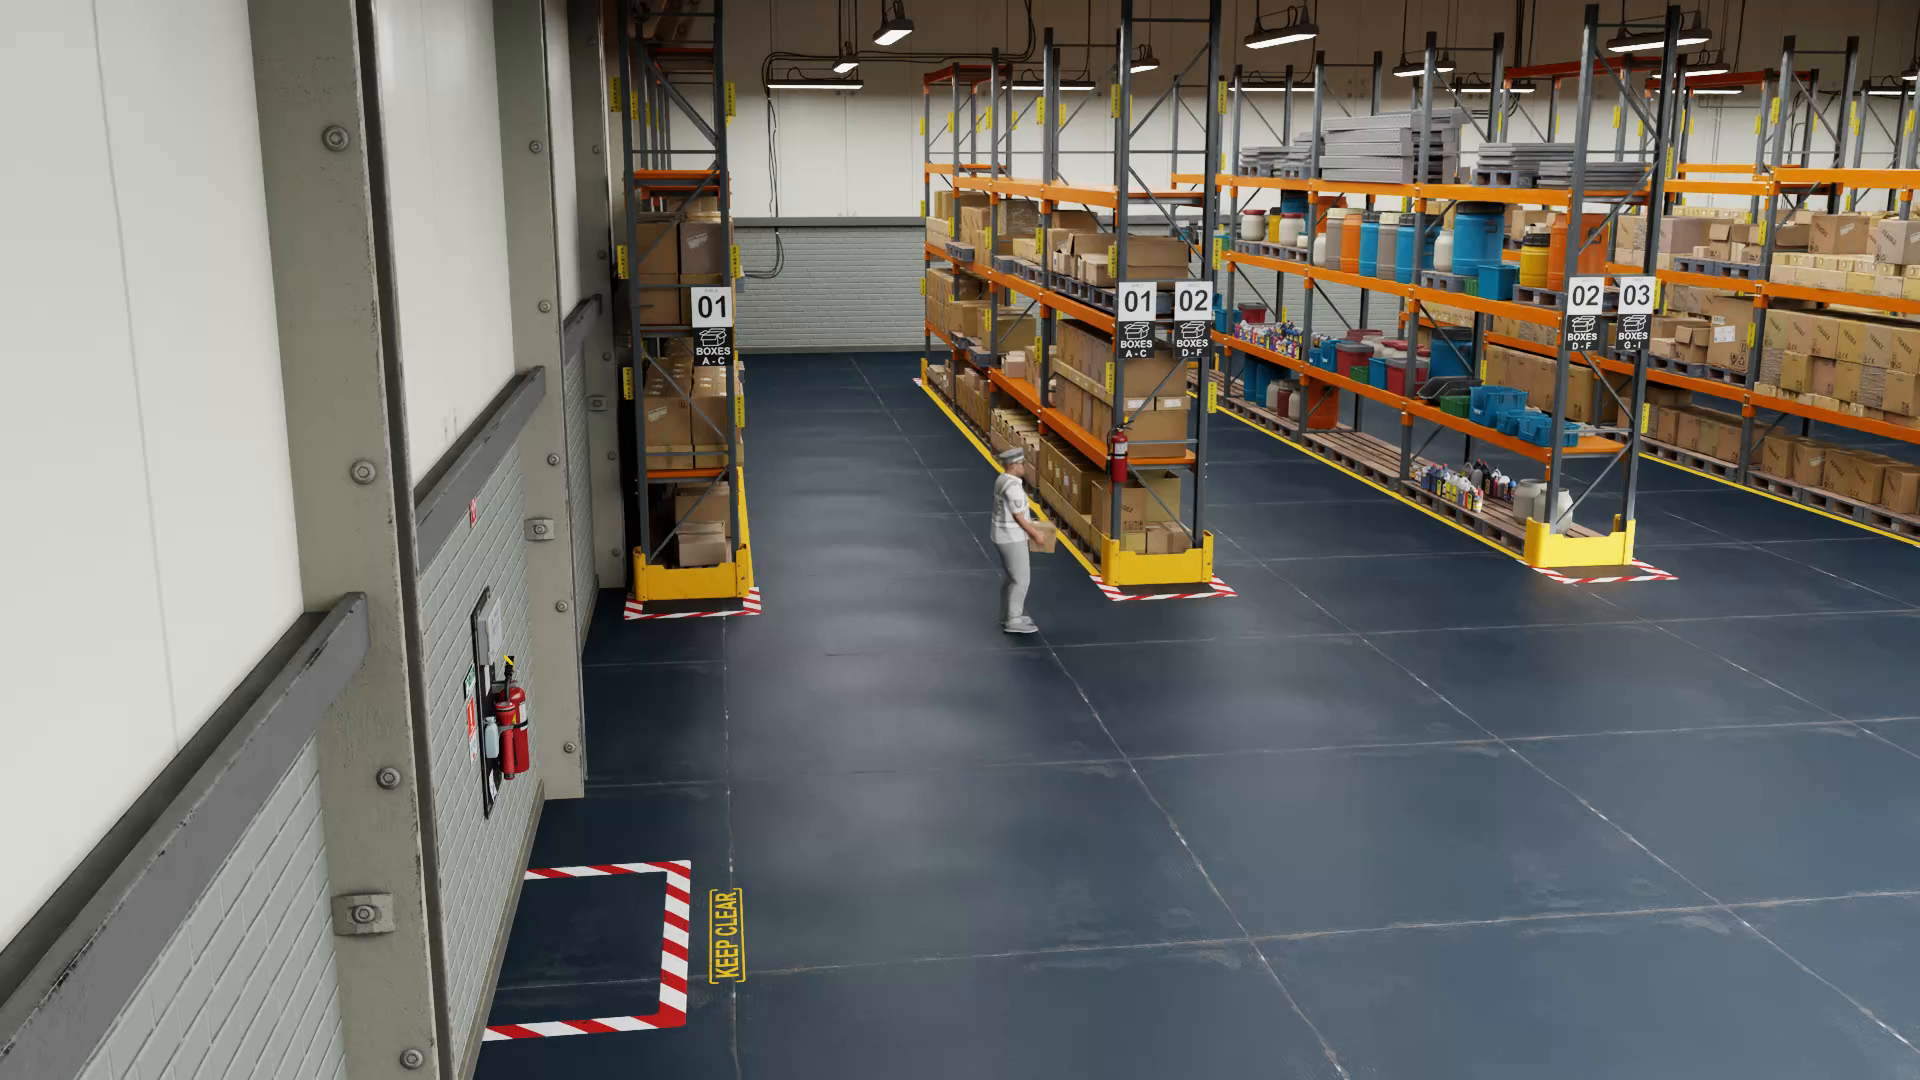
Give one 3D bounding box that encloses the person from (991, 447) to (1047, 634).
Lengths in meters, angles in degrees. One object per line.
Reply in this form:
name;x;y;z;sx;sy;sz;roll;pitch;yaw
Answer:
person;0.561;-0.013;15.976;0.513;1.768;0.530;-2;13;-9
